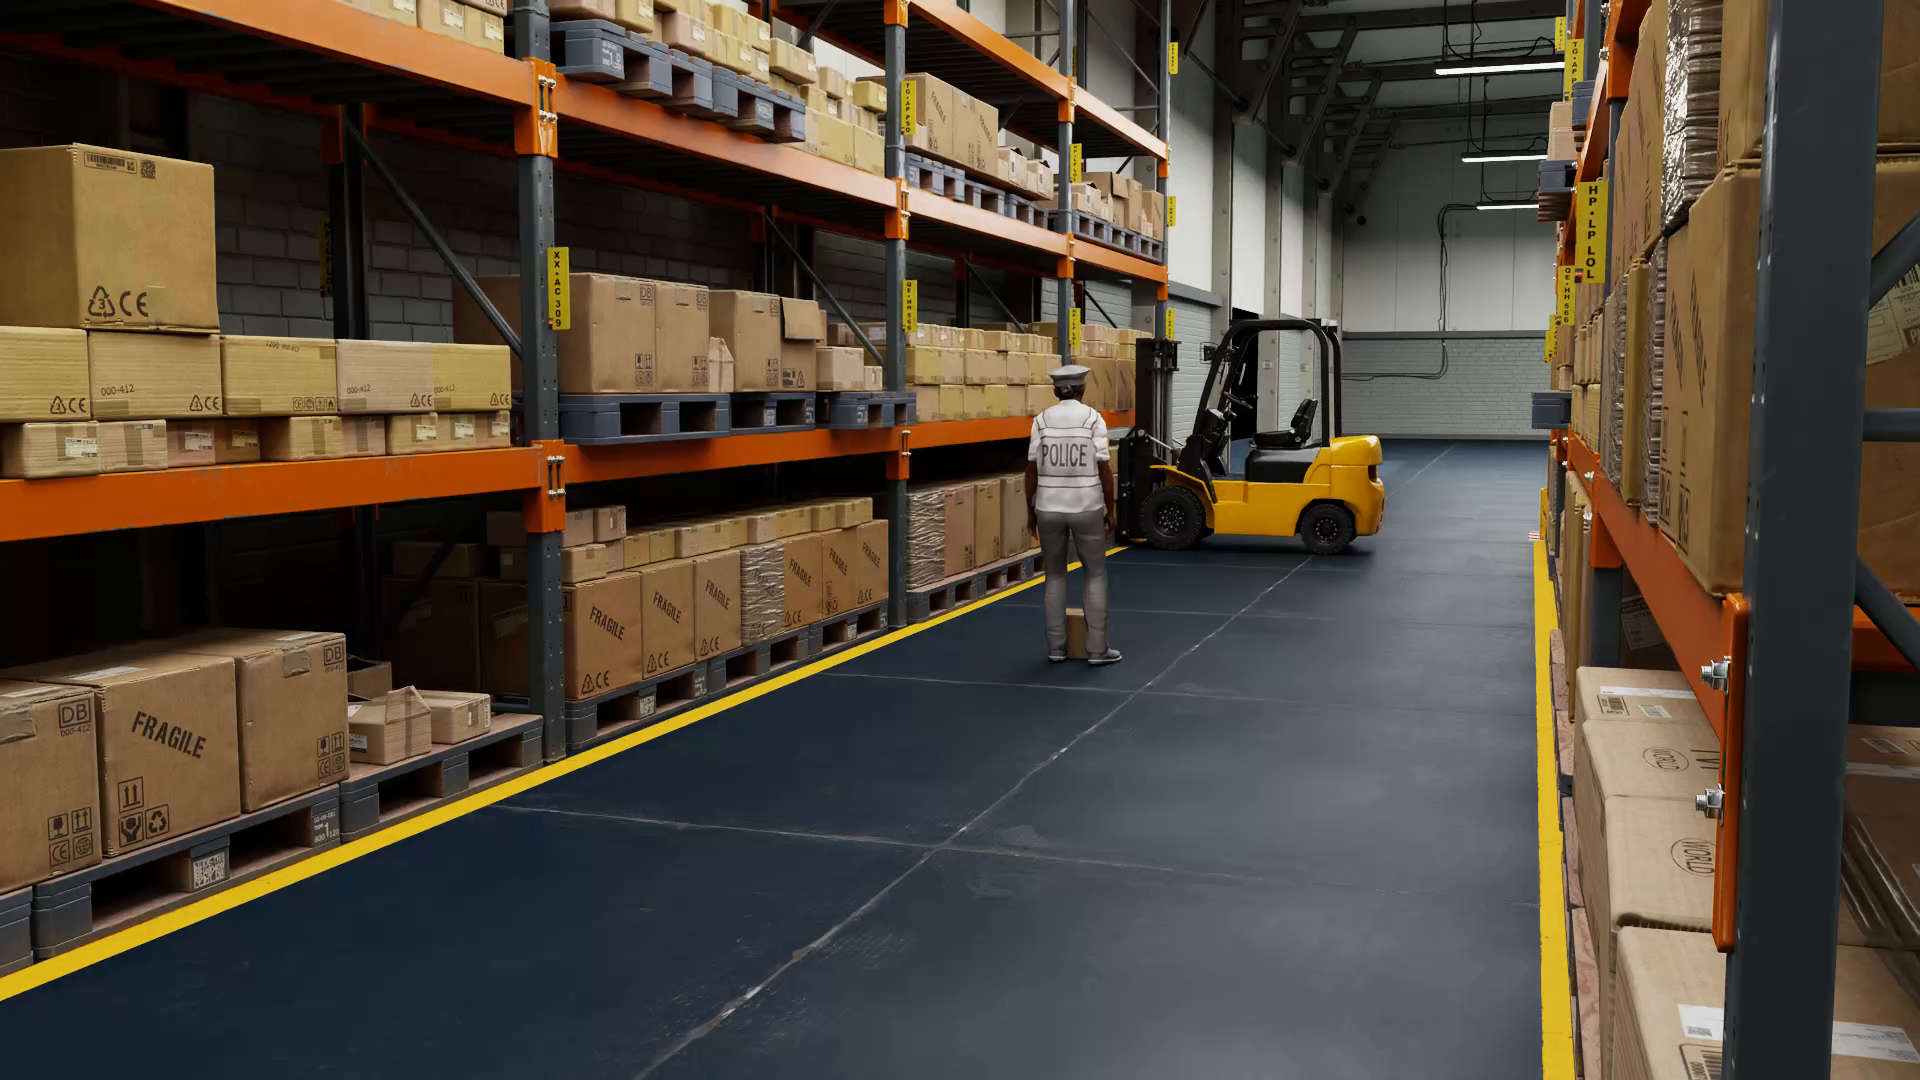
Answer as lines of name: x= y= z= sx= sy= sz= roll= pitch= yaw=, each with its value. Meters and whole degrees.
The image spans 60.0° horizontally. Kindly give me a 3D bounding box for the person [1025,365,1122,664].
person: x=0.631 y=-0.145 z=9.280 sx=0.532 sy=1.664 sz=0.422 roll=1 pitch=6 yaw=15
